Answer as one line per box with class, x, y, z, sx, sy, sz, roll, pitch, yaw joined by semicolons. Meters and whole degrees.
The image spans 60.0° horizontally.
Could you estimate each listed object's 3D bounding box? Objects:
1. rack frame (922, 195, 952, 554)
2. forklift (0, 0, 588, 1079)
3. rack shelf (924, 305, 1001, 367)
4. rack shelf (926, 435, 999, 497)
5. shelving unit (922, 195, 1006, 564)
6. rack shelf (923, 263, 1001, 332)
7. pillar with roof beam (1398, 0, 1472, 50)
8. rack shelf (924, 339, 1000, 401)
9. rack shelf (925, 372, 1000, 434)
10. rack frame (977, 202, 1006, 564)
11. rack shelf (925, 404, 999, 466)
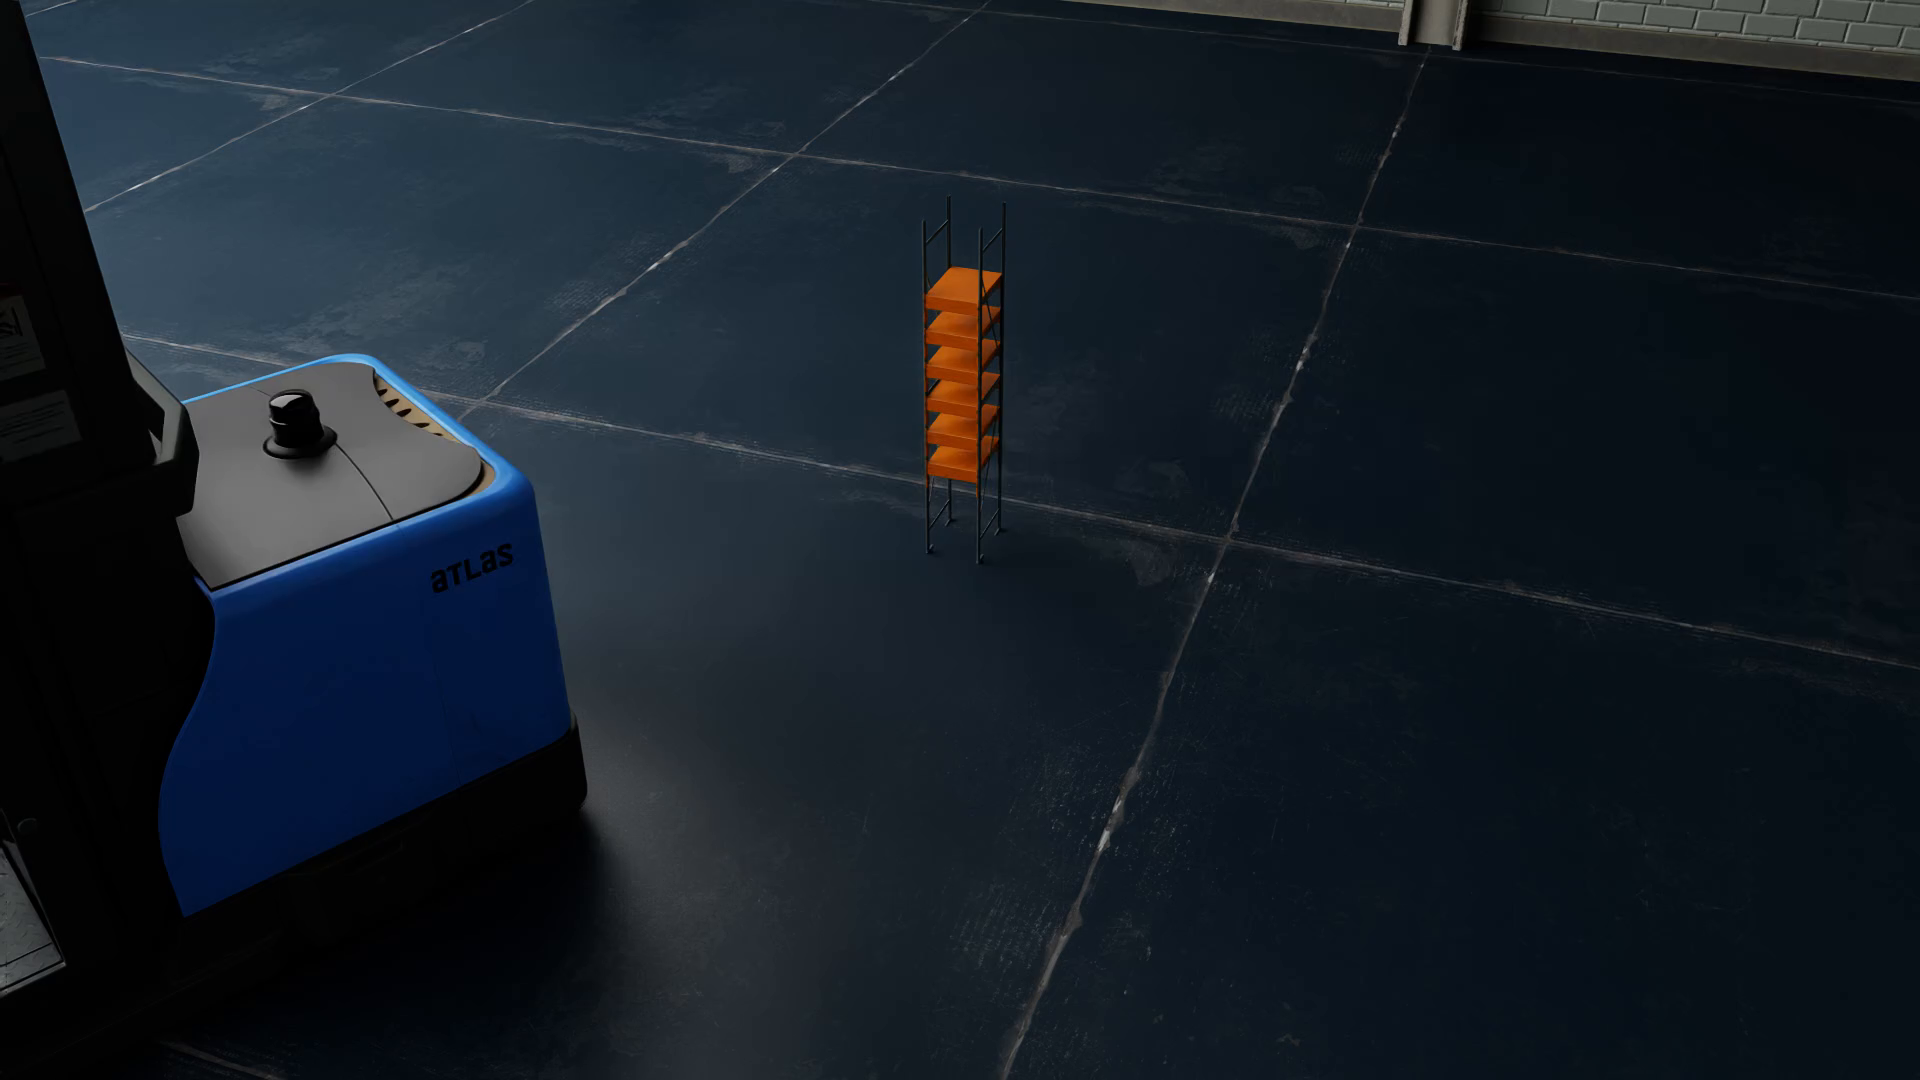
rack frame;-0.073;-0.518;5.446;0.006;1.200;0.240;11;34;16
forklift;-2.463;-0.147;3.275;3.031;2.935;1.130;-25;41;-33
rack shelf;0.014;-0.666;5.314;0.180;0.103;0.258;11;34;16
rack shelf;0.014;-0.262;5.575;0.180;0.103;0.258;11;34;16
shelving unit;0.014;-0.501;5.420;0.189;1.200;0.258;11;34;16
rack shelf;0.014;-0.767;5.249;0.180;0.103;0.258;11;34;16
pillar with roof beam;1.600;-4.808;4.900;0.400;9.000;9.100;11;34;16
rack shelf;0.014;-0.565;5.379;0.180;0.103;0.258;11;34;16
rack shelf;0.014;-0.464;5.445;0.180;0.103;0.258;11;34;16
rack frame;0.100;-0.485;5.395;0.006;1.200;0.240;11;34;16
rack shelf;0.014;-0.363;5.510;0.180;0.103;0.258;11;34;16
